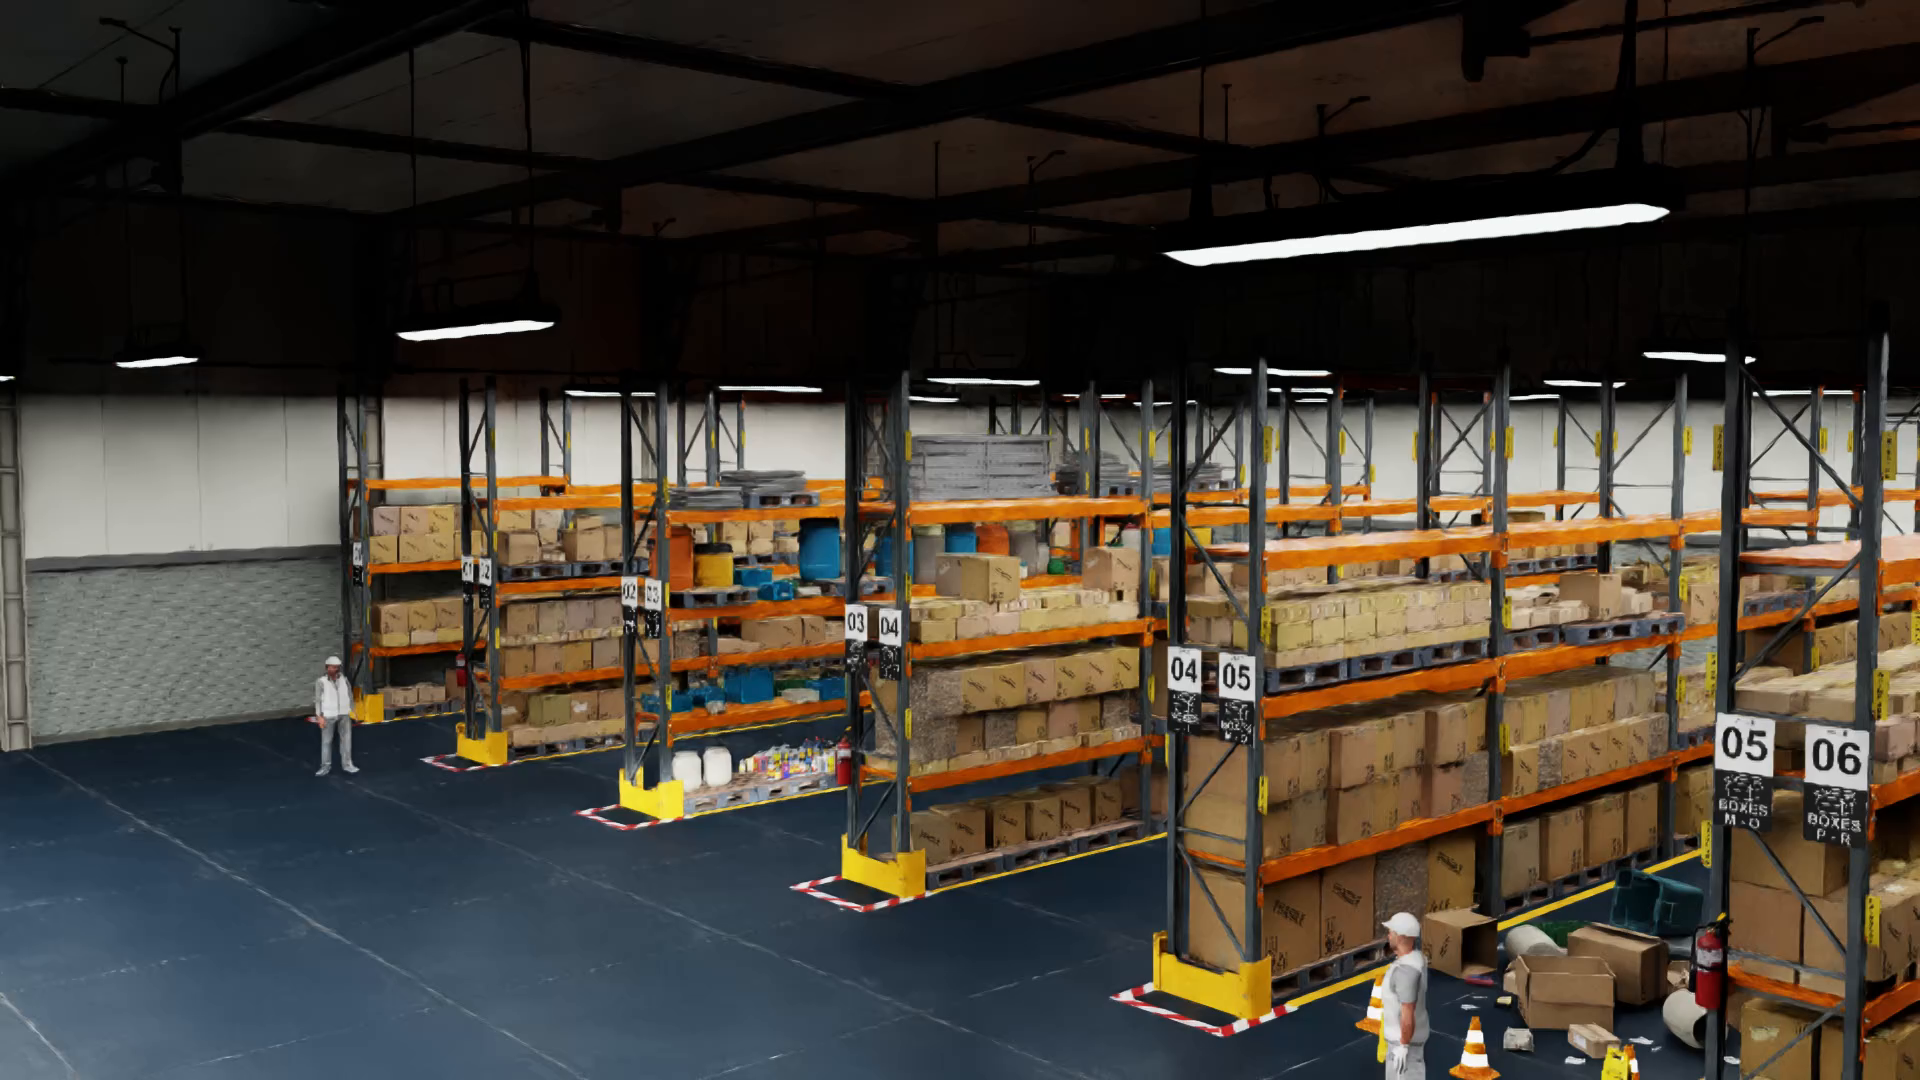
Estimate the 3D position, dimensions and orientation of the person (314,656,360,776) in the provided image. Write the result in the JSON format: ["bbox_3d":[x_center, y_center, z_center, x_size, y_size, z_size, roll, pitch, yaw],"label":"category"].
[{"bbox_3d":[-9.365,2.626,24.948,0.659,1.772,0.382,-3,5,-40],"label":"person"}]

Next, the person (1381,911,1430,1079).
[{"bbox_3d":[3.200,3.514,11.711,0.537,1.781,0.642,1,4,19],"label":"person"}]
